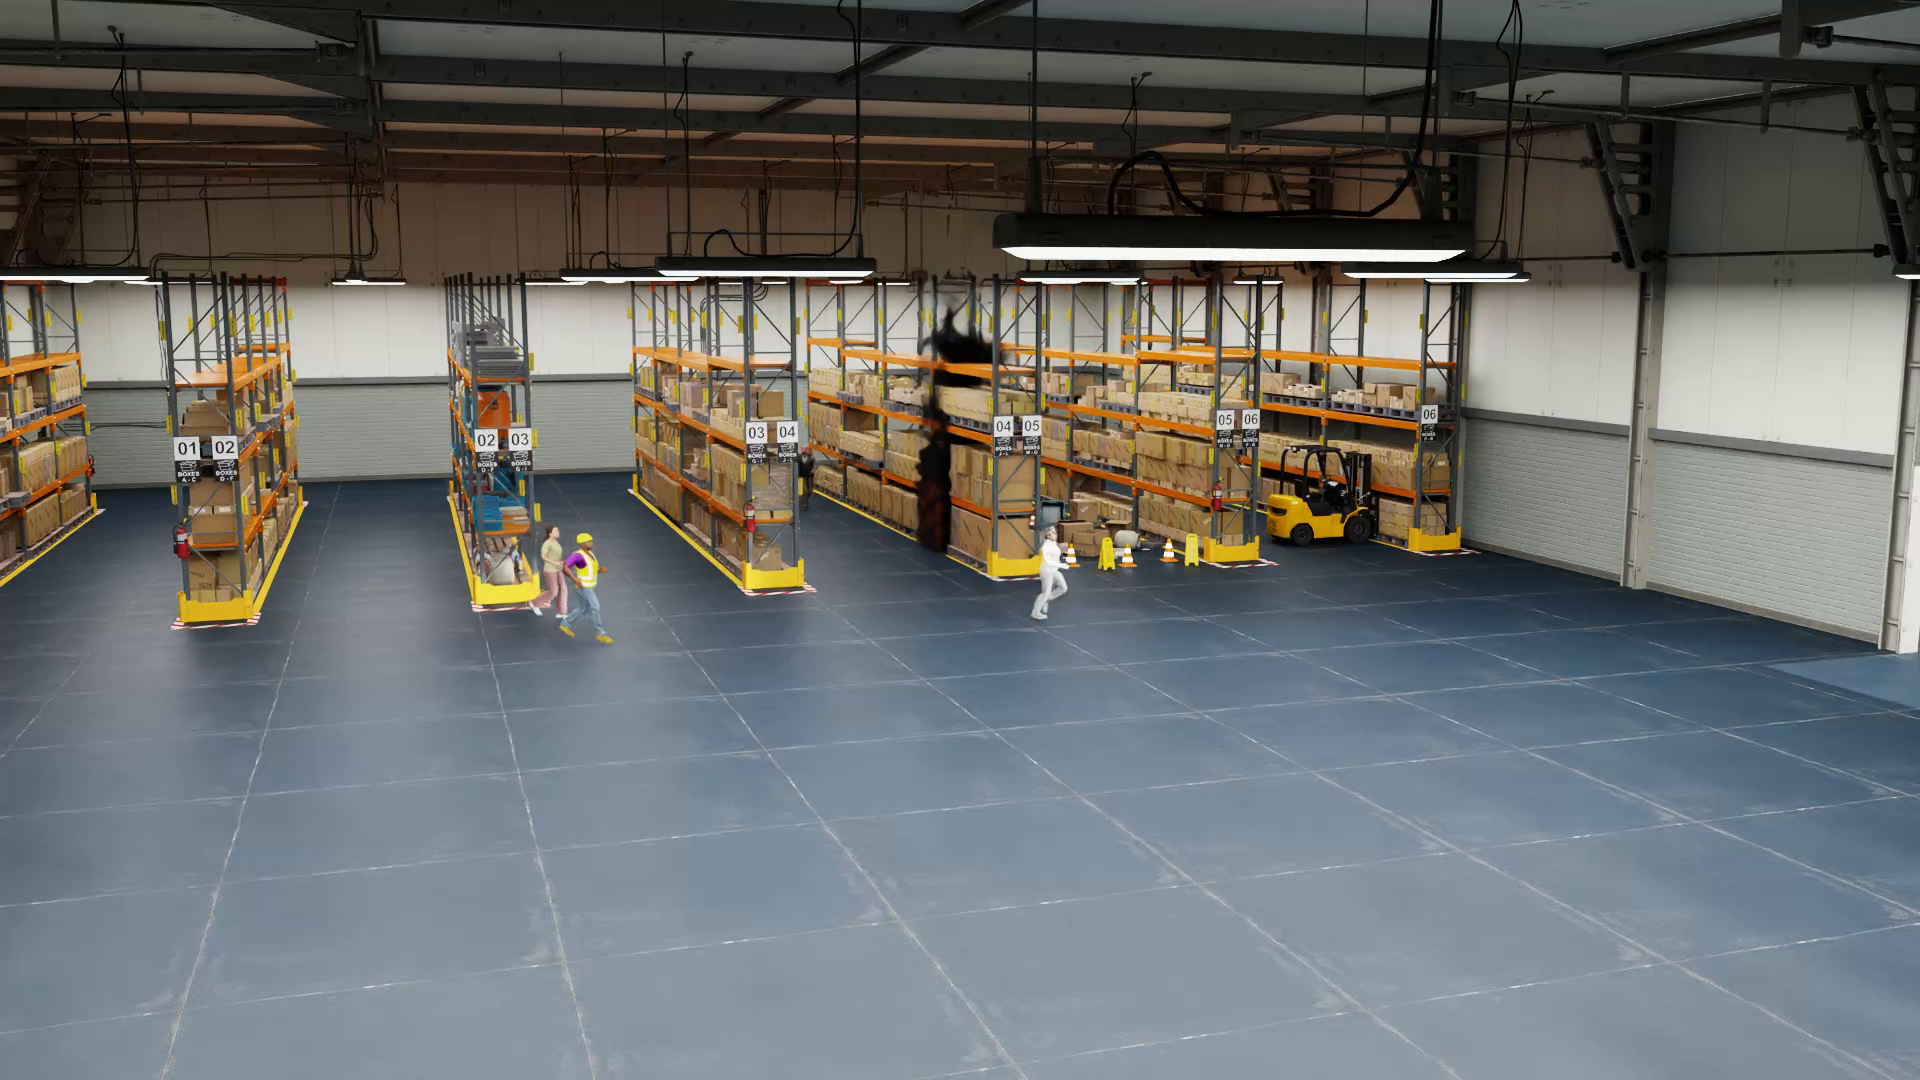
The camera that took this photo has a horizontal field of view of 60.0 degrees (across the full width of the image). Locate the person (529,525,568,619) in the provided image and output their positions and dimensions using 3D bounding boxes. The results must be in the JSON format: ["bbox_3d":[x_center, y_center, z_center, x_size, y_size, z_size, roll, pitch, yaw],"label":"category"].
[{"bbox_3d":[-7.128,0.559,28.964,0.772,1.670,0.603,2,9,11],"label":"person"}]

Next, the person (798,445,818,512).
[{"bbox_3d":[-4.020,-1.624,43.265,0.658,1.712,0.719,-2,9,-10],"label":"person"}]

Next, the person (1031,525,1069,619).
[{"bbox_3d":[1.595,0.551,28.916,0.700,1.644,0.635,4,9,24],"label":"person"}]

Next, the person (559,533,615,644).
[{"bbox_3d":[-6.081,0.776,27.007,0.961,1.790,0.693,0,9,2],"label":"person"}]

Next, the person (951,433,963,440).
[{"bbox_3d":[-0.017,-2.871,51.190,0.861,1.776,0.707,-1,9,-6],"label":"person"}]
